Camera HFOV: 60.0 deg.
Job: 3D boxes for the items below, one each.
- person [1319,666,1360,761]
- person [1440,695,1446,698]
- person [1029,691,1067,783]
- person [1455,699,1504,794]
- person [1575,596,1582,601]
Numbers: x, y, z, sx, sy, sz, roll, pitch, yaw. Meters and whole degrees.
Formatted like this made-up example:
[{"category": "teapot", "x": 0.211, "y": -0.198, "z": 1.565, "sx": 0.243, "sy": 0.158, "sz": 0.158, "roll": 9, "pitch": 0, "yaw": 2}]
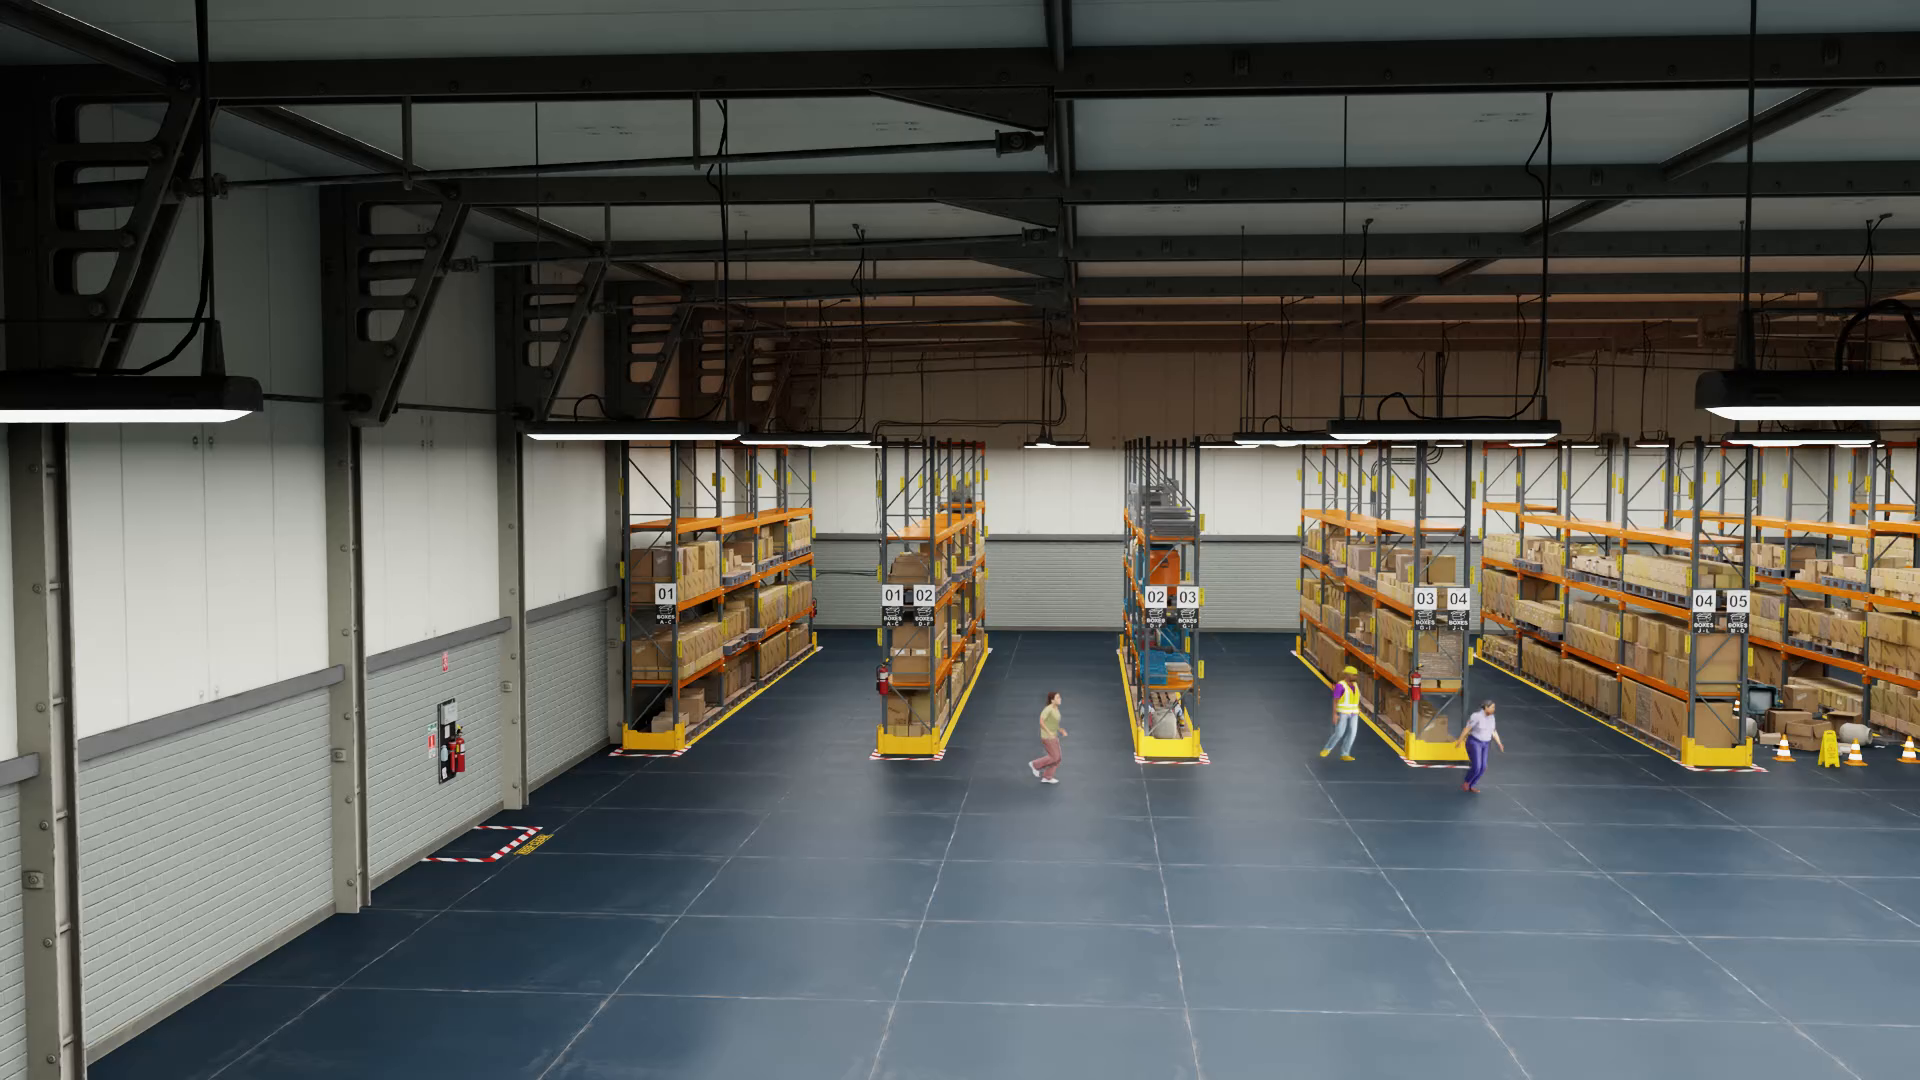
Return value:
[{"category": "person", "x": 7.023, "y": 3.197, "z": 30.679, "sx": 0.758, "sy": 1.754, "sz": 0.518, "roll": -2, "pitch": 3, "yaw": -28}, {"category": "person", "x": 11.215, "y": 2.834, "z": 38.599, "sx": 0.636, "sy": 1.671, "sz": 0.626, "roll": 1, "pitch": 3, "yaw": 14}, {"category": "person", "x": 1.501, "y": 3.394, "z": 28.675, "sx": 0.598, "sy": 1.595, "sz": 0.581, "roll": 2, "pitch": 3, "yaw": 26}, {"category": "person", "x": 8.674, "y": 3.443, "z": 27.738, "sx": 0.622, "sy": 1.603, "sz": 0.586, "roll": -2, "pitch": 3, "yaw": -29}, {"category": "person", "x": 16.760, "y": 2.400, "z": 45.127, "sx": 0.691, "sy": 1.752, "sz": 1.063, "roll": -1, "pitch": 3, "yaw": -11}]
